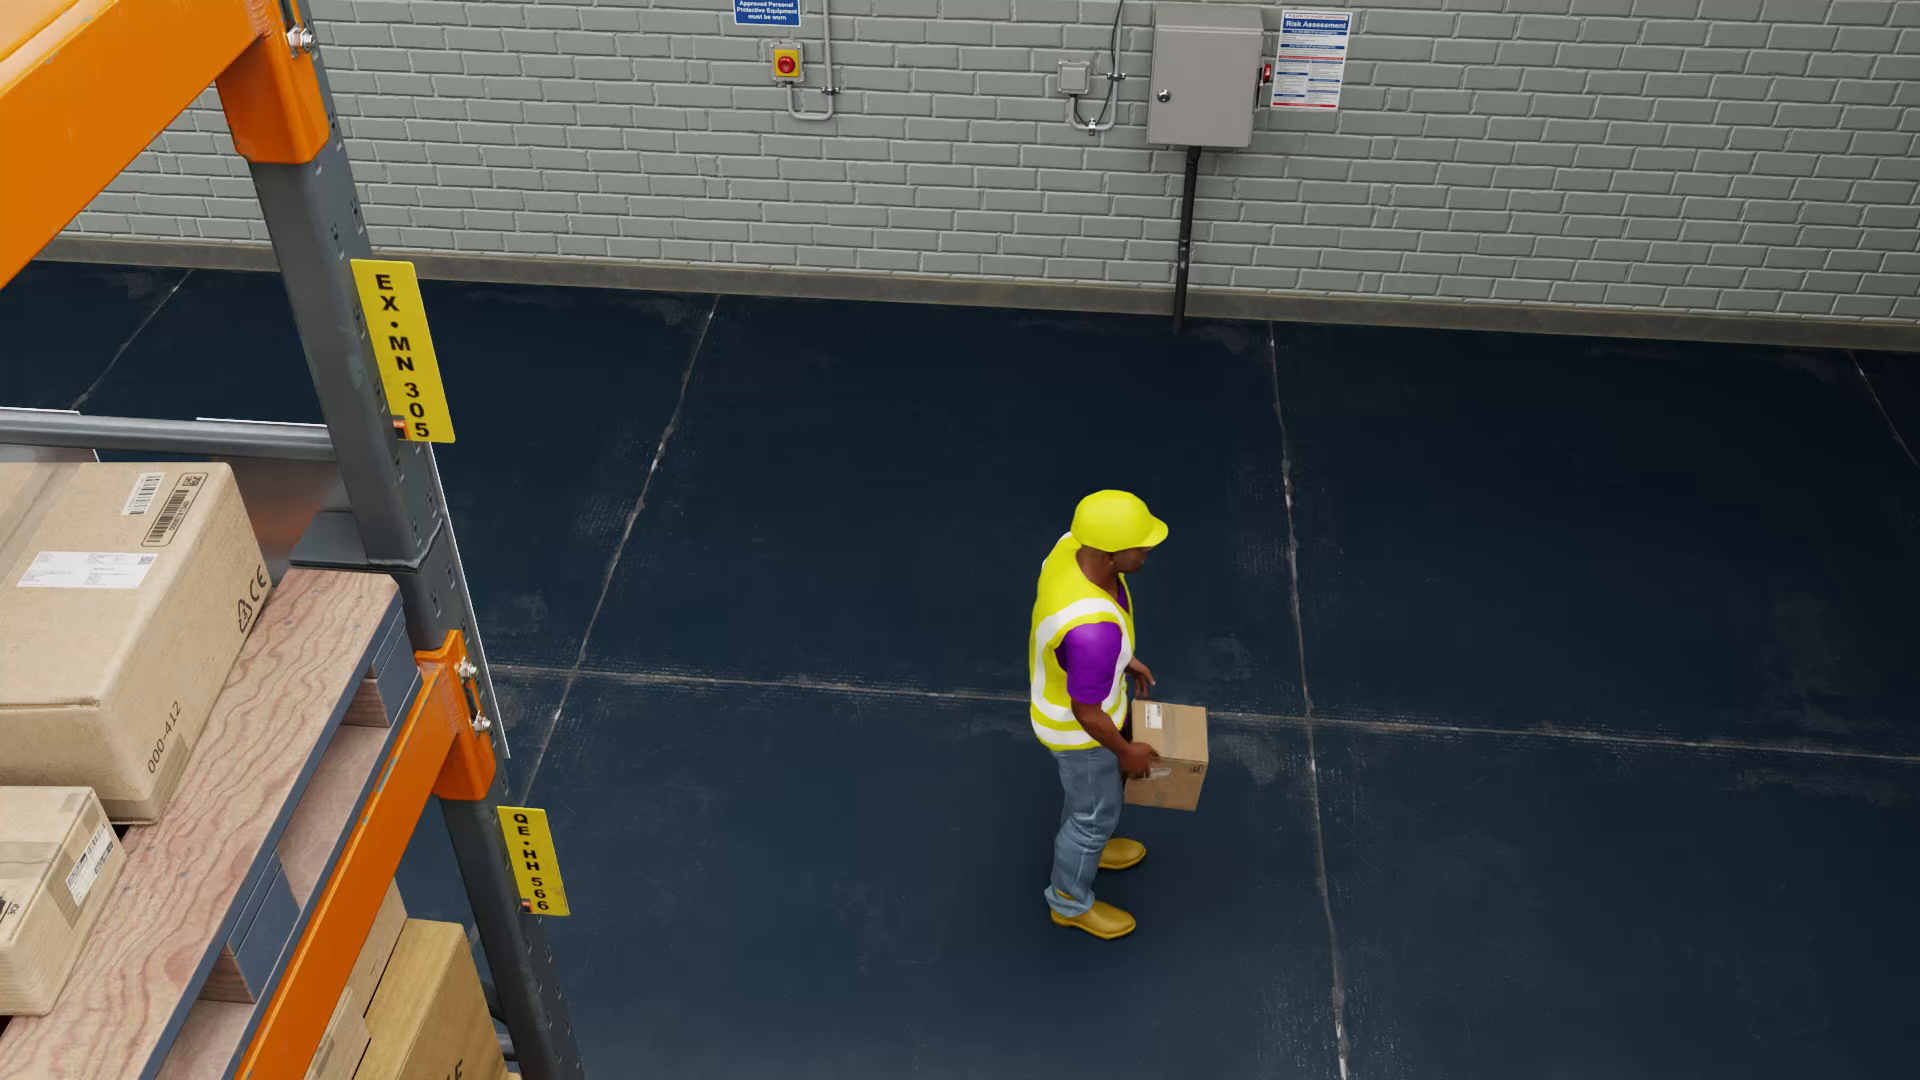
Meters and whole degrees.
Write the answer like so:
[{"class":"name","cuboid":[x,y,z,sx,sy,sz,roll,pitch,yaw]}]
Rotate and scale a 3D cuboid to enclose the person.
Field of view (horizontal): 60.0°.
[{"class":"person","cuboid":[0.446,0.554,5.474,0.456,1.767,0.580,2,40,3]}]
